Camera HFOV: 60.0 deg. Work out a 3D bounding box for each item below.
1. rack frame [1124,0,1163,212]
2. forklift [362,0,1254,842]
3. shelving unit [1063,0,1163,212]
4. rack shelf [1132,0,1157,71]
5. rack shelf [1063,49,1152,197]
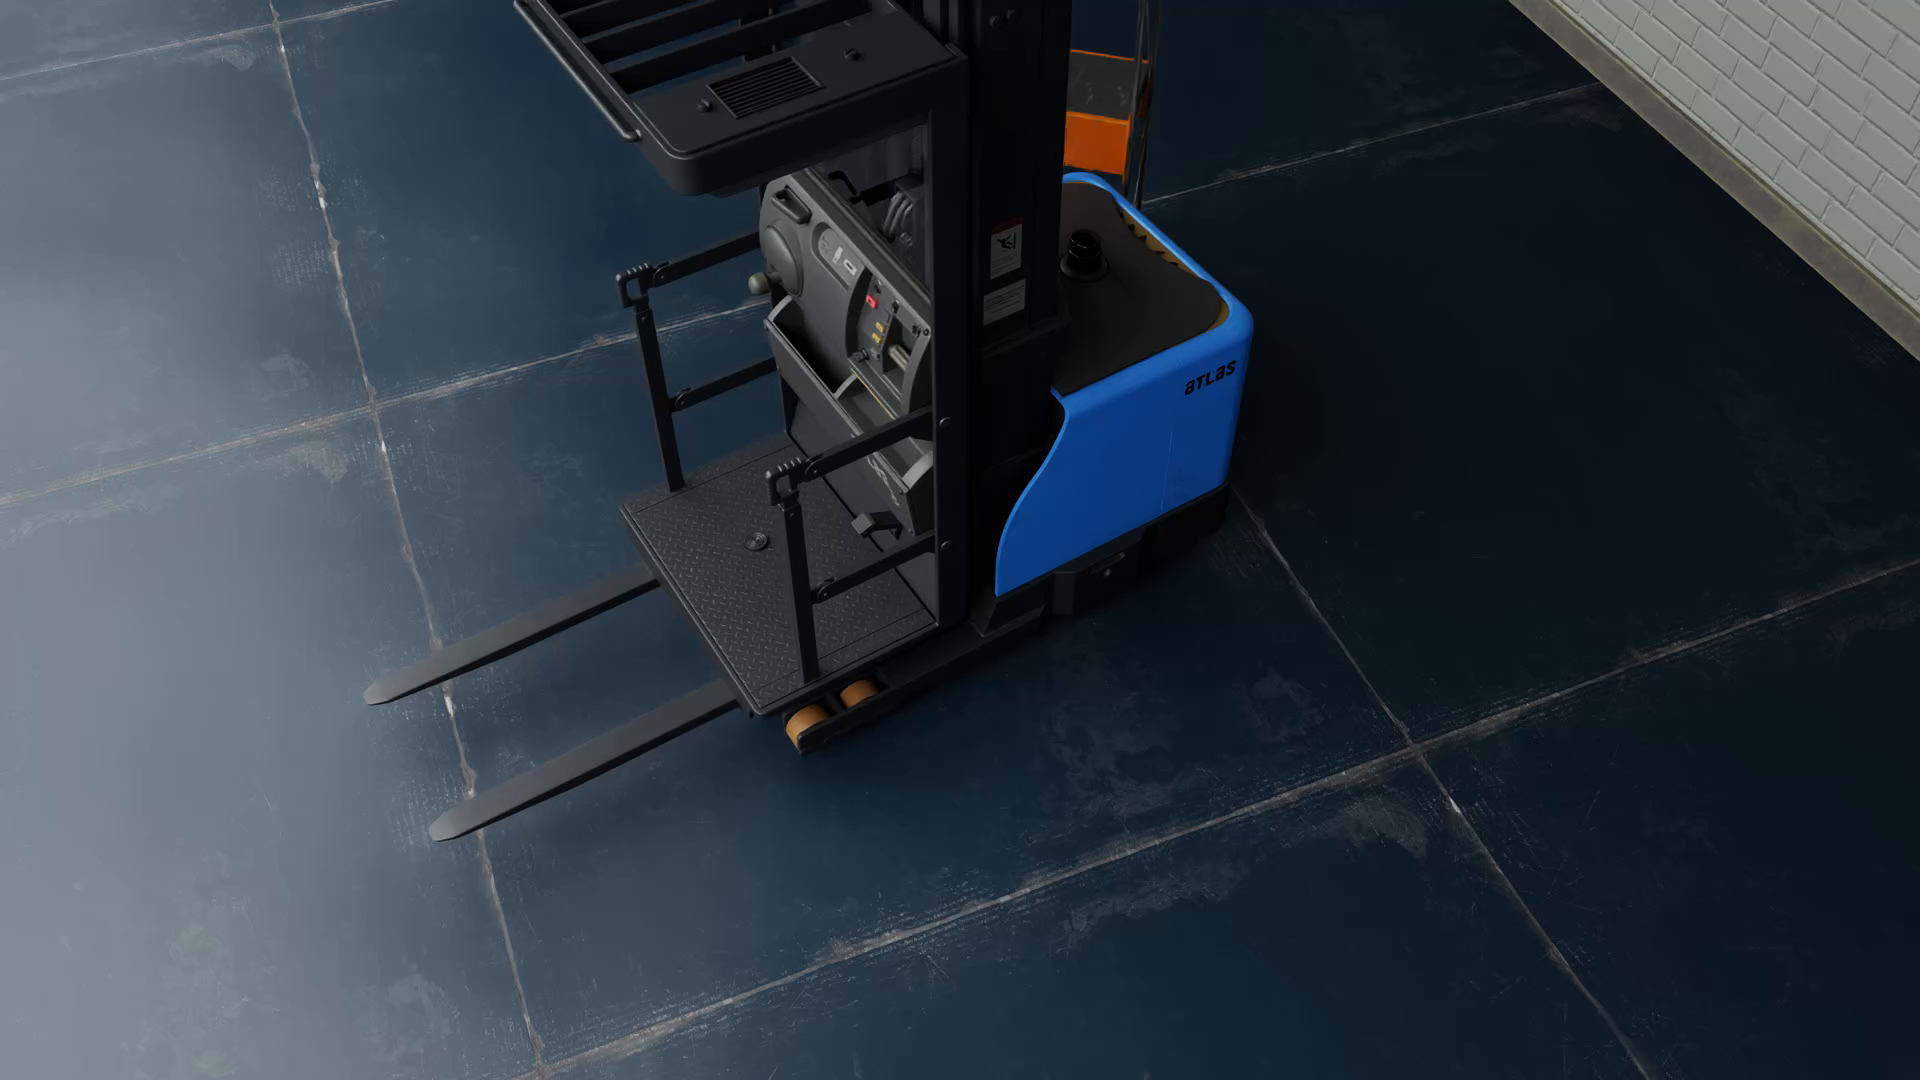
[{"bbox_3d":[0.659,-1.469,6.126,0.015,2.100,0.400,12,50,10],"label":"rack frame"},{"bbox_3d":[-0.529,-0.701,4.920,3.031,2.935,1.130,-26,54,-20],"label":"forklift"},{"bbox_3d":[0.424,-1.519,6.169,0.503,2.100,0.431,12,50,10],"label":"shelving unit"},{"bbox_3d":[0.425,-1.968,5.650,0.480,0.518,0.431,12,50,10],"label":"rack shelf"},{"bbox_3d":[0.424,-1.510,6.180,0.480,0.518,0.431,12,50,10],"label":"rack shelf"}]
